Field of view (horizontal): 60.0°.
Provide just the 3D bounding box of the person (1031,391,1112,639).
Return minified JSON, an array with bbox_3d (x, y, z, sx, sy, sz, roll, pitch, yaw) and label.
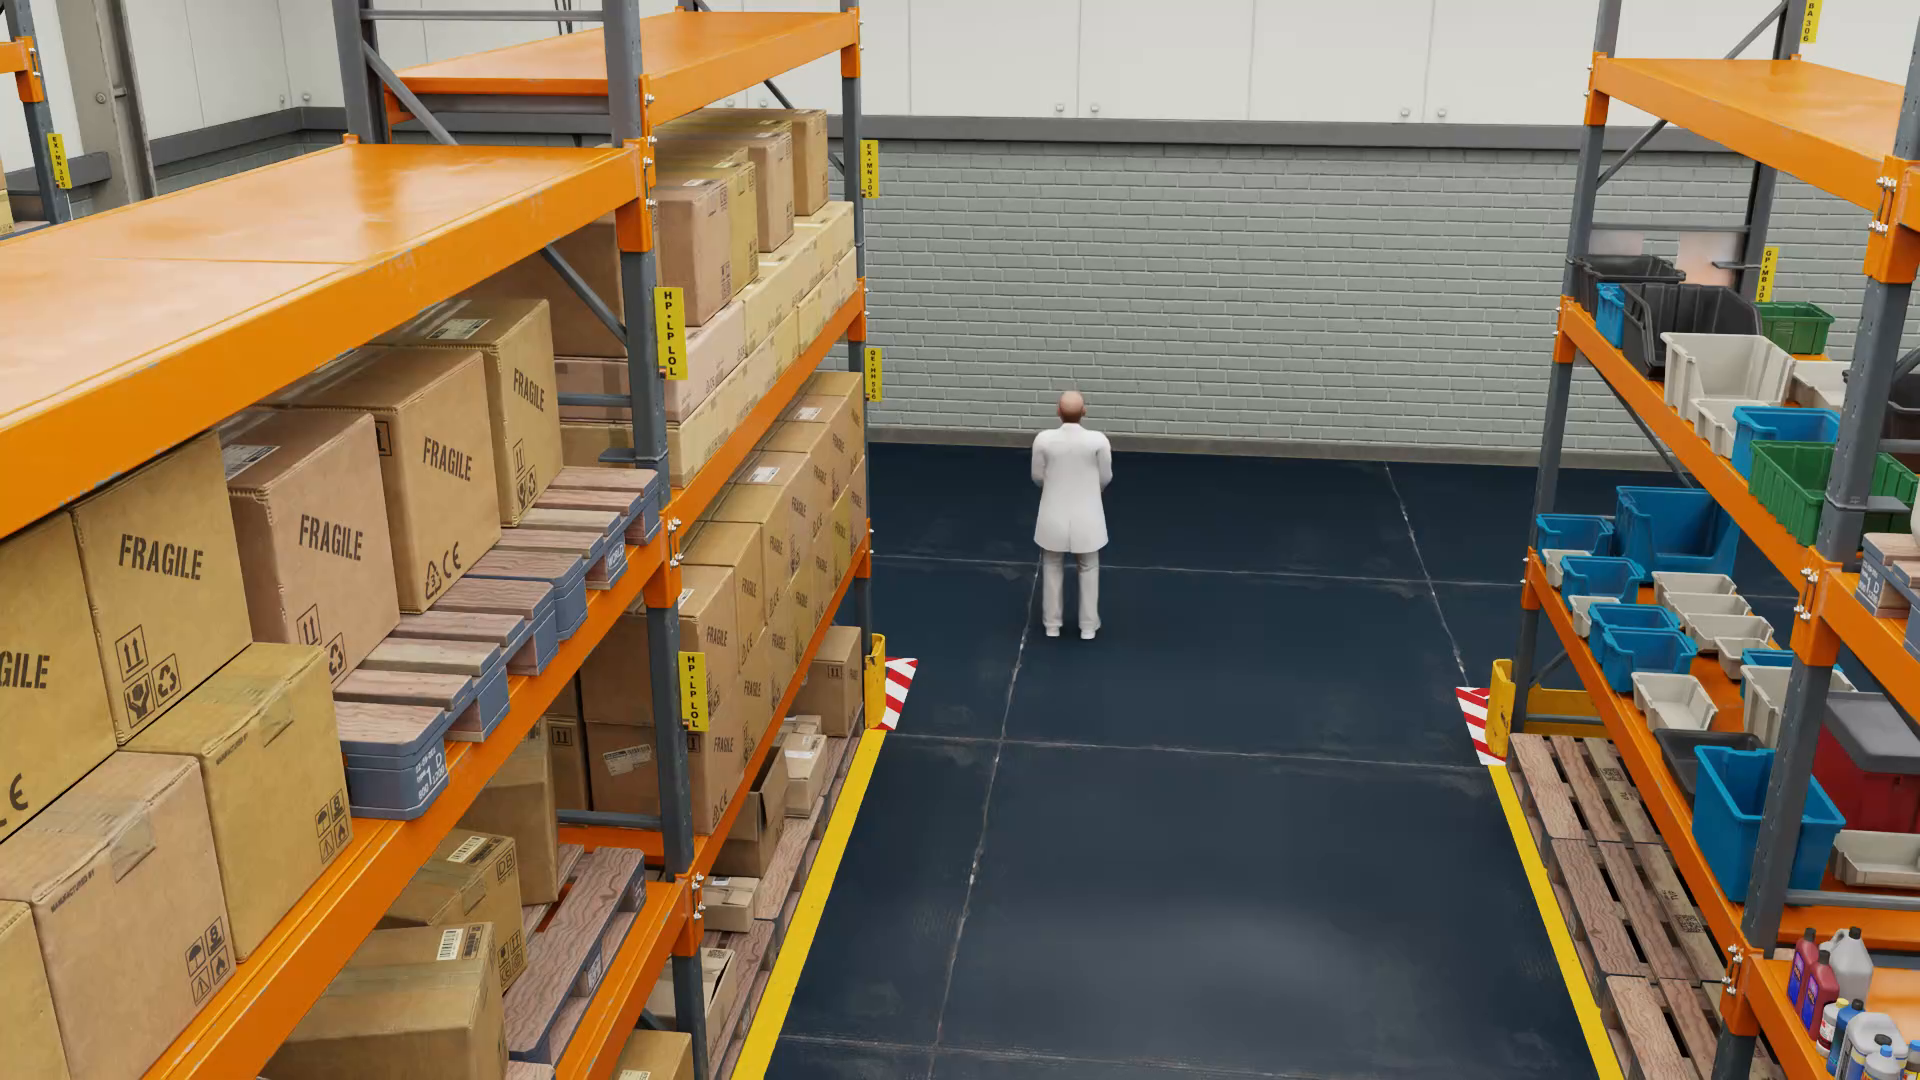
[{"bbox_3d":[0.780,-0.208,11.639,0.559,1.782,0.517,2,21,6],"label":"person"}]
